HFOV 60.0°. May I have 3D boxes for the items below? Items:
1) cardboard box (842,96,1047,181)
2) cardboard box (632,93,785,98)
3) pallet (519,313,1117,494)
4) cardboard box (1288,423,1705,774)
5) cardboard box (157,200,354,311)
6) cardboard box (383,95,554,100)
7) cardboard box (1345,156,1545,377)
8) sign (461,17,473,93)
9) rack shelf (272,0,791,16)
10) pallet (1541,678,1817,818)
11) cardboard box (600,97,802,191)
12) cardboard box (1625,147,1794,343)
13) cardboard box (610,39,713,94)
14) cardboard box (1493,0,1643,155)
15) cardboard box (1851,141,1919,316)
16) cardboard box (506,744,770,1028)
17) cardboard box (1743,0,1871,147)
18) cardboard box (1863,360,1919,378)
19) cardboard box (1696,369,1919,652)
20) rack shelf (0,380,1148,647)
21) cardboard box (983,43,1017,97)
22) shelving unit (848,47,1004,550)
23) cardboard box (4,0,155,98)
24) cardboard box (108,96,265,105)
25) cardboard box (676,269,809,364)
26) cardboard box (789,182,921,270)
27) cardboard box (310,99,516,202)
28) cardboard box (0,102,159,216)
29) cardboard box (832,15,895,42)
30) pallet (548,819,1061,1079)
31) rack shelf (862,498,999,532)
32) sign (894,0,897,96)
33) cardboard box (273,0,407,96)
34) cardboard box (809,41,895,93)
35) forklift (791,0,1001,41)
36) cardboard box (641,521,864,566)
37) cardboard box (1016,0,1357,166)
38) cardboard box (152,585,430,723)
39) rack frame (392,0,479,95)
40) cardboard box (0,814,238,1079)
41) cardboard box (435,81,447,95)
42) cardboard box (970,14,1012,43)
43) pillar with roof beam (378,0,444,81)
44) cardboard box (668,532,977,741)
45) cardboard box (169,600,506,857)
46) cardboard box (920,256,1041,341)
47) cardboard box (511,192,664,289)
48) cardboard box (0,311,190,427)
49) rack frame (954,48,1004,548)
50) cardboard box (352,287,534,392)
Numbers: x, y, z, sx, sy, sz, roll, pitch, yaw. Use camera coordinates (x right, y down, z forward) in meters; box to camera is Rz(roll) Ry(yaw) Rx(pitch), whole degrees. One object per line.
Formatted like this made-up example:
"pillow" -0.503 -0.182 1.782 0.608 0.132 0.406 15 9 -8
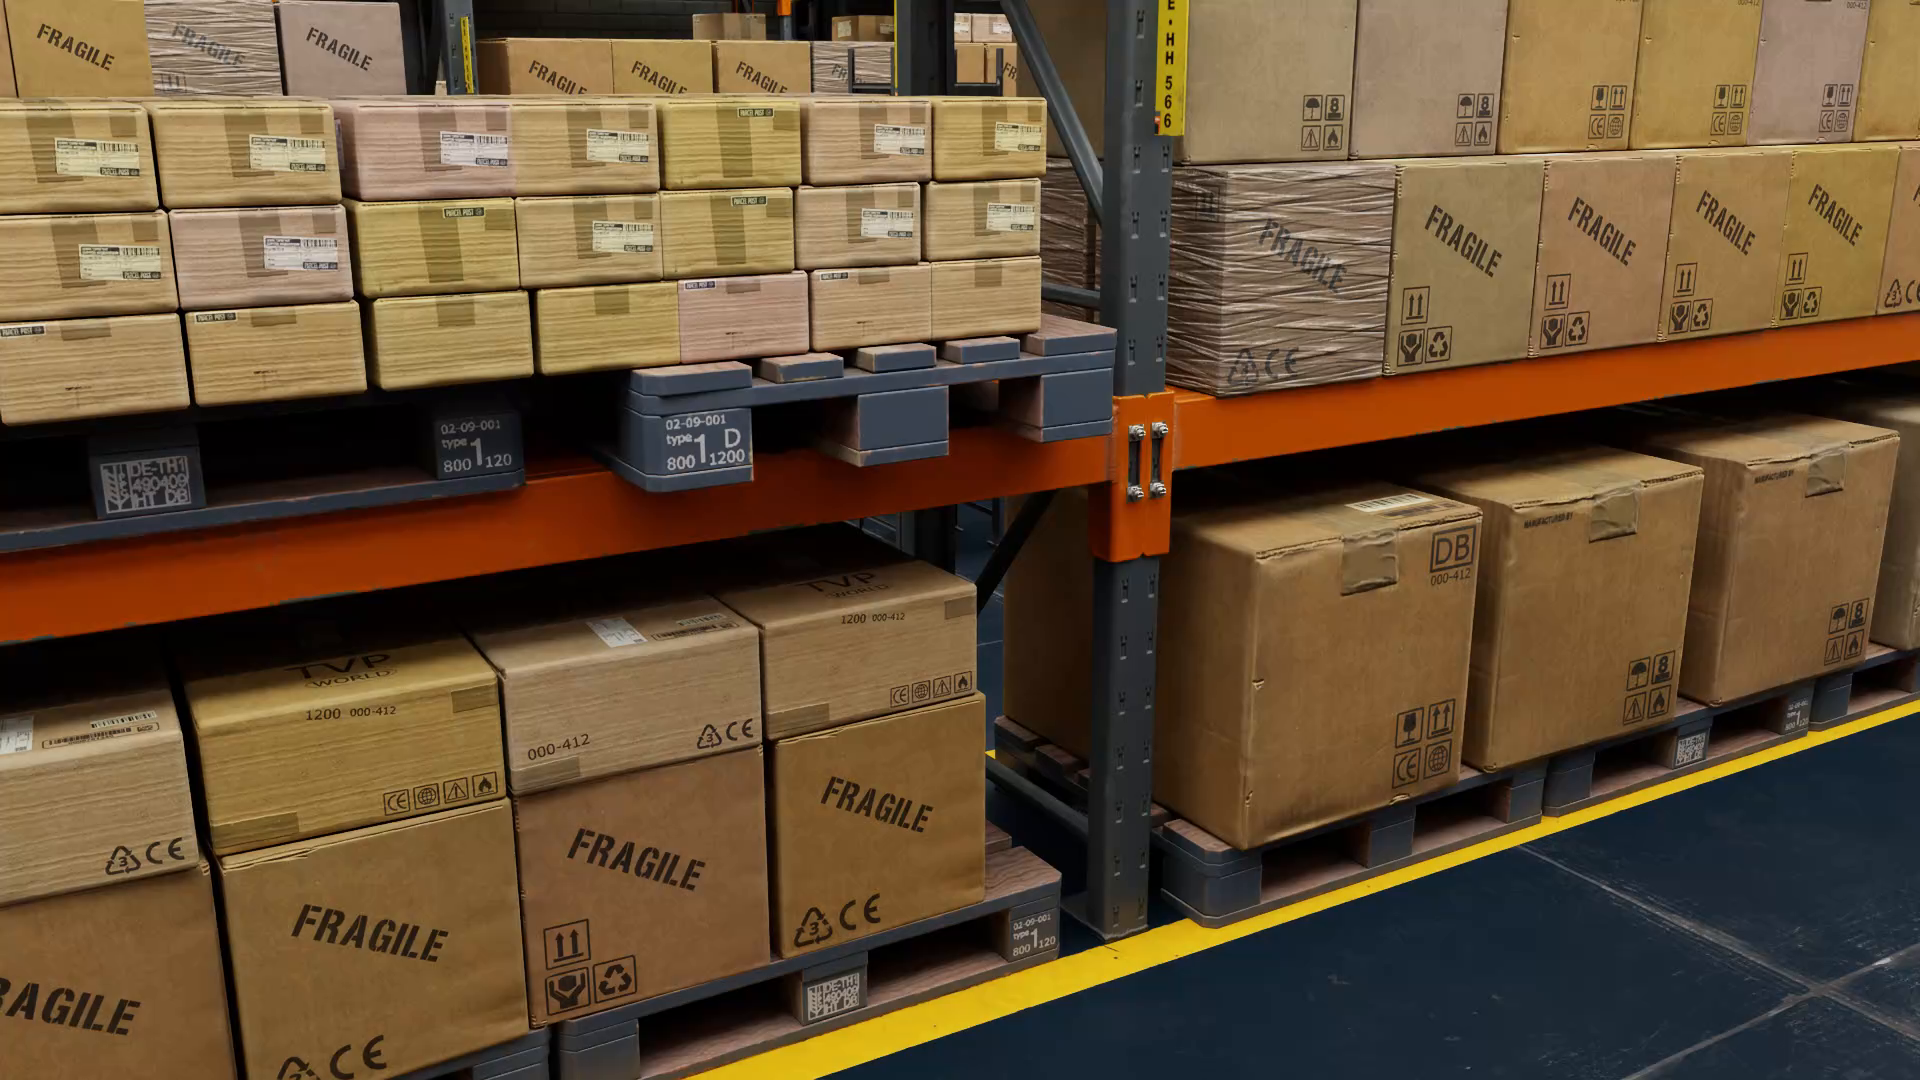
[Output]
"cardboard box" -0.039 -0.797 3.280 0.250 0.149 0.380 -10 19 -32
"cardboard box" -0.579 -0.913 3.696 0.250 0.149 0.380 -10 18 -31
"pallet" -0.411 -0.387 3.589 1.003 0.211 1.213 -9 18 -30
"cardboard box" 1.461 0.092 4.915 0.750 0.750 1.050 -9 18 -29
"cardboard box" -1.148 -0.474 2.679 0.250 0.149 0.380 -9 18 -28
"cardboard box" -1.019 -0.844 3.447 0.250 0.149 0.380 -10 19 -32
"cardboard box" 1.104 -0.723 4.245 0.500 0.500 0.500 -9 18 -30
"sign" -2.202 -2.164 7.427 0.005 0.325 0.100 -9 18 -30
"rack shelf" -3.336 -4.258 12.819 4.000 0.370 1.077 -9 18 -30
"pallet" 1.905 0.479 5.310 1.213 0.211 1.003 -9 18 -30
"cardboard box" -0.480 -0.726 3.027 0.250 0.149 0.380 -9 18 -28
"cardboard box" 1.964 -0.861 4.740 0.500 0.500 0.500 -9 18 -30
"cardboard box" -1.543 -2.211 8.226 0.500 0.500 0.500 -8 18 -27
"cardboard box" 1.407 -1.335 4.578 0.500 0.500 0.700 -10 18 -31
"cardboard box" 2.831 -1.003 5.244 0.500 0.500 0.500 -9 18 -30
"cardboard box" -0.731 0.622 3.488 0.500 0.500 0.500 -8 18 -27
"cardboard box" 2.278 -1.476 5.081 0.500 0.500 0.700 -9 18 -29
"cardboard box" 4.149 -0.410 6.472 0.875 0.875 0.875 -9 18 -29
"cardboard box" 3.088 -0.171 5.853 0.750 0.750 1.050 -9 18 -30
"rack shelf" -1.569 0.021 3.109 4.000 0.370 1.077 -9 18 -30
"cardboard box" 0.236 -2.497 9.247 0.500 0.500 0.500 -9 18 -29
"shelving unit" -0.142 -0.988 7.044 0.503 2.100 0.431 -9 18 -30
"cardboard box" -3.664 -1.991 6.917 0.500 0.500 0.500 -9 18 -30
"cardboard box" -1.476 -0.768 3.179 0.250 0.149 0.380 -9 18 -28
"cardboard box" -0.475 -0.440 3.108 0.250 0.149 0.380 -9 18 -29
"cardboard box" -0.271 -0.616 3.187 0.250 0.149 0.380 -8 18 -28
"cardboard box" -0.916 -0.656 2.777 0.250 0.149 0.380 -9 18 -30
"cardboard box" -1.372 -0.581 2.512 0.250 0.149 0.380 -9 18 -28
"cardboard box" -0.525 -2.838 9.260 0.250 0.149 0.380 -8 18 -27
"pallet" -0.525 0.848 3.994 1.213 0.211 1.003 -9 18 -30
"rack shelf" -0.142 -0.301 7.237 0.480 0.518 0.431 -9 18 -30
"sign" -0.143 -1.289 4.304 0.005 0.325 0.100 -9 18 -30
"cardboard box" -2.799 -2.132 7.419 0.500 0.500 0.500 -10 18 -31
"cardboard box" -0.658 -2.354 8.736 0.500 0.500 0.500 -10 19 -32
"forklift" -0.373 -2.794 11.946 3.031 2.935 1.130 -9 18 -30
"cardboard box" -0.570 0.077 4.042 0.500 0.250 0.500 -10 19 -32
"cardboard box" 0.535 -1.193 4.070 0.500 0.500 0.700 -9 18 -30
"cardboard box" -1.436 0.213 3.555 0.500 0.250 0.500 -9 18 -29
"rack frame" -2.490 -1.734 8.040 0.127 3.000 1.000 -9 18 -30
"cardboard box" -1.619 0.763 2.983 0.500 0.500 0.500 -9 18 -29
"cardboard box" -3.972 -3.337 12.371 0.250 0.149 0.380 -9 18 -29
"cardboard box" 0.075 -2.781 9.057 0.250 0.149 0.380 -10 18 -31
"pillar with roof beam" -2.180 -5.165 9.162 0.400 9.000 9.100 -9 18 -30
"cardboard box" -0.306 0.193 3.628 0.500 0.250 0.500 -10 18 -31
"cardboard box" -1.177 0.333 3.130 0.500 0.250 0.500 -9 18 -28
"cardboard box" -0.041 -0.509 3.357 0.250 0.149 0.380 -9 18 -29
"cardboard box" -0.710 -0.544 2.930 0.250 0.149 0.380 -9 18 -30
"cardboard box" -1.375 -0.294 2.588 0.250 0.149 0.380 -10 19 -32
"rack frame" 0.067 -1.022 7.165 0.015 2.100 0.400 -9 18 -30
"cardboard box" -0.920 -0.368 2.852 0.250 0.149 0.380 -10 19 -32
